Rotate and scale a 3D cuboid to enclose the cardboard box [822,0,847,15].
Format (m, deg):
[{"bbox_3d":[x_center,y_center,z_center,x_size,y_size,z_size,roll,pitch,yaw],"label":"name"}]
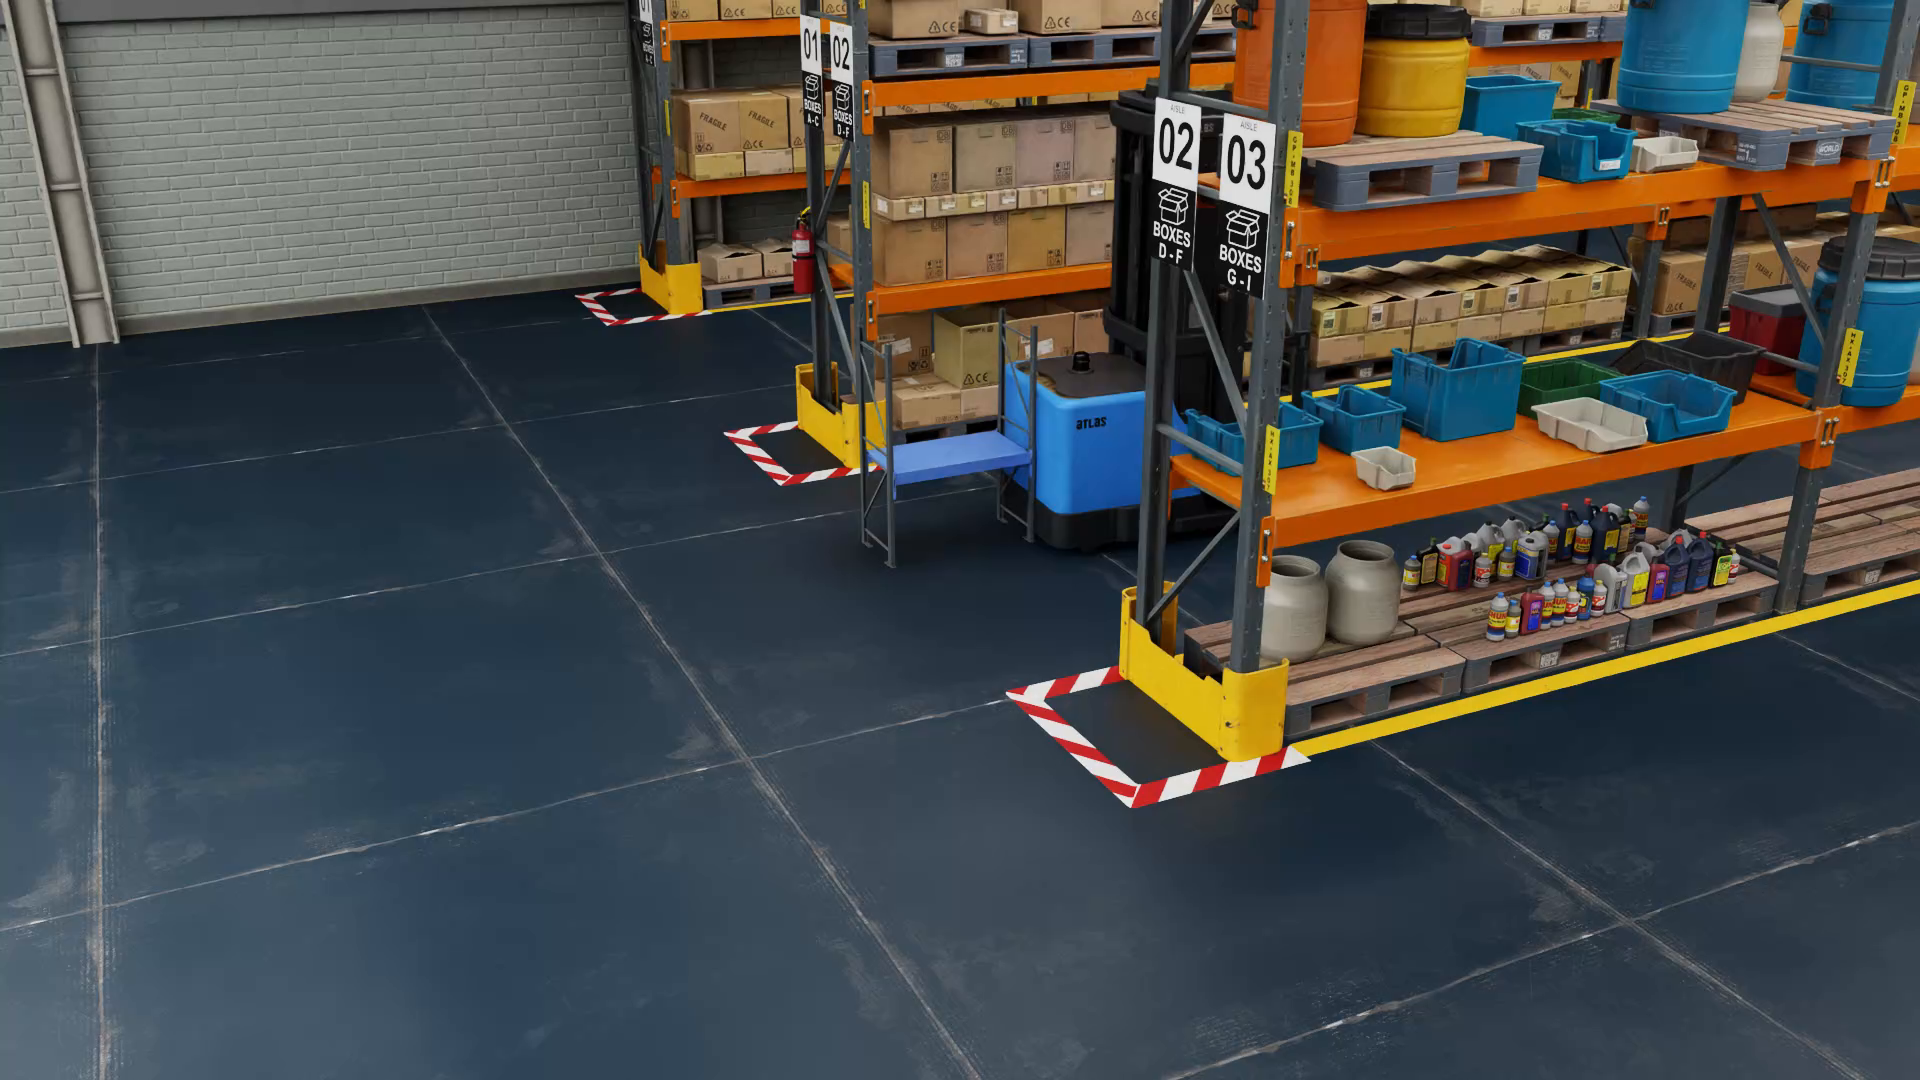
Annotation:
[{"bbox_3d":[-1.208,-5.527,16.602,0.500,0.500,0.500,-9,24,-20],"label":"cardboard box"}]

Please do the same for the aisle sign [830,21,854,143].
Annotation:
[{"bbox_3d":[-0.831,-3.234,11.743,0.004,0.787,0.394,-10,25,-24],"label":"aisle sign"}]

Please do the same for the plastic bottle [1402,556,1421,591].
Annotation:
[{"bbox_3d":[2.705,0.192,9.948,0.097,0.201,0.097,0,22,0],"label":"plastic bottle"}]

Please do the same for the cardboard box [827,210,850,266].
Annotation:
[{"bbox_3d":[-1.198,-3.187,17.721,0.500,0.500,0.700,-12,25,-27],"label":"cardboard box"}]

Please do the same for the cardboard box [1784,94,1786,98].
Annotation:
[{"bbox_3d":[8.792,-4.243,16.898,0.500,0.500,0.700,-6,23,-15],"label":"cardboard box"}]

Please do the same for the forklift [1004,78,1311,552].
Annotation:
[{"bbox_3d":[1.840,-1.618,11.327,3.031,2.935,1.130,-9,24,-20],"label":"forklift"}]

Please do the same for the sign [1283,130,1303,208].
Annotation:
[{"bbox_3d":[1.474,-1.642,7.361,0.005,0.325,0.100,-10,25,-24],"label":"sign"}]

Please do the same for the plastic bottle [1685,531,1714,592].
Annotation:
[{"bbox_3d":[4.389,0.121,9.923,0.185,0.351,0.144,-11,25,-25],"label":"plastic bottle"}]

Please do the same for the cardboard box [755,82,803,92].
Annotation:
[{"bbox_3d":[-1.803,-4.461,17.295,0.500,0.500,0.500,-11,25,-25],"label":"cardboard box"}]

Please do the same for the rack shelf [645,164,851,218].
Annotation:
[{"bbox_3d":[-1.255,-3.856,17.583,4.000,0.370,1.077,-10,25,-24],"label":"rack shelf"}]

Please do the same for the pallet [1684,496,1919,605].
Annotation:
[{"bbox_3d":[5.535,0.039,10.879,1.213,0.211,1.003,-10,25,-24],"label":"pallet"}]

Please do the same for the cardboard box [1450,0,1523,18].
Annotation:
[{"bbox_3d":[4.448,-4.620,14.214,0.500,0.250,0.500,-13,26,-28],"label":"cardboard box"}]

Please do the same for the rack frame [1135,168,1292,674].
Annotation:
[{"bbox_3d":[1.240,-0.442,8.396,0.127,3.000,1.000,-10,25,-24],"label":"rack frame"}]

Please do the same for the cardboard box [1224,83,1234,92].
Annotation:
[{"bbox_3d":[3.241,-5.249,19.303,0.500,0.500,0.700,-13,26,-29],"label":"cardboard box"}]

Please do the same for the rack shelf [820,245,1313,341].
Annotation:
[{"bbox_3d":[0.897,-2.149,13.460,4.000,0.370,1.077,-10,25,-24],"label":"rack shelf"}]

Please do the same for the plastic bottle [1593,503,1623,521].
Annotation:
[{"bbox_3d":[4.087,-0.085,10.520,0.135,0.276,0.152,-9,24,-22],"label":"plastic bottle"}]

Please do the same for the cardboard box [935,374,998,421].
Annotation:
[{"bbox_3d":[0.124,-1.170,13.200,0.500,0.250,0.500,-10,25,-24],"label":"cardboard box"}]

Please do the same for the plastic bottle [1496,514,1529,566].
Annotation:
[{"bbox_3d":[3.384,0.008,10.197,0.185,0.351,0.144,-11,25,-24],"label":"plastic bottle"}]

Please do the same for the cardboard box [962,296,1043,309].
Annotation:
[{"bbox_3d":[0.344,-1.782,13.699,0.500,0.500,0.500,-10,25,-24],"label":"cardboard box"}]

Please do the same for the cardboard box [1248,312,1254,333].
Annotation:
[{"bbox_3d":[2.947,-1.905,14.977,0.500,0.250,0.500,-11,25,-24],"label":"cardboard box"}]

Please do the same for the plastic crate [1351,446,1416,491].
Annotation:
[{"bbox_3d":[2.186,-0.358,8.537,0.250,0.136,0.298,-10,25,-24],"label":"plastic crate"}]

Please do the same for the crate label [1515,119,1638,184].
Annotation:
[{"bbox_3d":[3.070,-1.956,8.326,0.408,0.251,0.502,-10,25,-24],"label":"crate label"}]

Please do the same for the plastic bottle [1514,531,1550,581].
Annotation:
[{"bbox_3d":[3.471,0.089,10.098,0.135,0.276,0.152,-10,25,-24],"label":"plastic bottle"}]

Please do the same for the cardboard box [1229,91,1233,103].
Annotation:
[{"bbox_3d":[2.302,-3.383,13.674,0.500,0.500,0.700,-10,25,-23],"label":"cardboard box"}]

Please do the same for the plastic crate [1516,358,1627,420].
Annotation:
[{"bbox_3d":[3.498,-0.880,9.730,0.662,0.188,0.450,-10,25,-24],"label":"plastic crate"}]

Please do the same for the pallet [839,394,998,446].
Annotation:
[{"bbox_3d":[-0.234,-1.003,13.396,1.213,0.211,1.003,-10,25,-24],"label":"pallet"}]

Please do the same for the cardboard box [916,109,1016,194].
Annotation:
[{"bbox_3d":[0.040,-2.966,12.667,0.500,0.500,0.700,-11,25,-25],"label":"cardboard box"}]

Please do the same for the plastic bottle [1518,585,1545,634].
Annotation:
[{"bbox_3d":[3.221,0.385,9.374,0.133,0.283,0.061,-10,25,-23],"label":"plastic bottle"}]

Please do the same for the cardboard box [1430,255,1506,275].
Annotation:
[{"bbox_3d":[4.774,-2.500,15.680,0.500,0.311,0.500,-11,25,-25],"label":"cardboard box"}]

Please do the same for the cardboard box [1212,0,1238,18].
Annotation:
[{"bbox_3d":[2.131,-4.511,13.442,0.500,0.500,0.500,-8,24,-19],"label":"cardboard box"}]

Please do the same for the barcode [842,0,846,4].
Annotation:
[{"bbox_3d":[-0.842,-4.020,12.359,0.075,0.075,0.001,-10,25,-24],"label":"barcode"}]

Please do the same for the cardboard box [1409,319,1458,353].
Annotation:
[{"bbox_3d":[4.097,-1.889,14.939,0.500,0.250,0.500,-11,25,-25],"label":"cardboard box"}]

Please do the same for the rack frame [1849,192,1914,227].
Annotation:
[{"bbox_3d":[9.908,-4.140,17.330,0.127,3.000,1.000,-10,25,-24],"label":"rack frame"}]

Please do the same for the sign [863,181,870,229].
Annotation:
[{"bbox_3d":[-0.670,-2.394,11.876,0.005,0.325,0.100,-10,25,-24],"label":"sign"}]

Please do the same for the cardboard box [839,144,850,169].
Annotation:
[{"bbox_3d":[-1.100,-4.024,17.220,0.500,0.250,0.500,-10,25,-23],"label":"cardboard box"}]

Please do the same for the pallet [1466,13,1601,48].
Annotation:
[{"bbox_3d":[4.724,-4.445,14.392,1.213,0.211,1.003,-9,24,-21],"label":"pallet"}]

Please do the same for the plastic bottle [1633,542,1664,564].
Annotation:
[{"bbox_3d":[4.129,0.141,9.974,0.135,0.276,0.152,-10,25,-24],"label":"plastic bottle"}]

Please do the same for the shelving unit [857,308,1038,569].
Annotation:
[{"bbox_3d":[-0.081,-0.678,10.927,1.048,1.500,0.538,-10,25,-23],"label":"shelving unit"}]

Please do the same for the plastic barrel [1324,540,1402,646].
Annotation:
[{"bbox_3d":[2.251,0.295,9.319,0.421,0.512,0.421,0,22,0],"label":"plastic barrel"}]

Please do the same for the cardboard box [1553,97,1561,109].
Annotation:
[{"bbox_3d":[7.357,-5.536,21.005,0.250,0.149,0.380,-10,24,-23],"label":"cardboard box"}]

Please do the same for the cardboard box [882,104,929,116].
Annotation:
[{"bbox_3d":[-0.650,-4.457,17.284,0.500,0.500,0.500,-11,25,-25],"label":"cardboard box"}]

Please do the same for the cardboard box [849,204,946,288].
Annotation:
[{"bbox_3d":[-0.479,-2.269,12.678,0.500,0.500,0.700,-10,25,-24],"label":"cardboard box"}]

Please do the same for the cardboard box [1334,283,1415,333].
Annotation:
[{"bbox_3d":[3.633,-2.060,14.617,0.500,0.311,0.500,-11,25,-24],"label":"cardboard box"}]

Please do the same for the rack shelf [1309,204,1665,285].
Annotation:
[{"bbox_3d":[4.501,-2.812,15.063,4.000,0.370,1.077,-10,25,-24],"label":"rack shelf"}]

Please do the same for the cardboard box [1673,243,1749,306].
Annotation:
[{"bbox_3d":[7.307,-2.591,16.280,0.500,0.500,0.500,-11,25,-26],"label":"cardboard box"}]

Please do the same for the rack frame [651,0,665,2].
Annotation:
[{"bbox_3d":[-3.057,-6.628,15.496,0.127,3.000,1.000,-10,25,-24],"label":"rack frame"}]

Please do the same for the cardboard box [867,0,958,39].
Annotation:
[{"bbox_3d":[-0.385,-3.936,12.047,0.637,0.503,0.797,-9,24,-20],"label":"cardboard box"}]

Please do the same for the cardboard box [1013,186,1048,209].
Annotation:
[{"bbox_3d":[0.471,-2.658,12.771,0.250,0.149,0.380,-11,25,-25],"label":"cardboard box"}]

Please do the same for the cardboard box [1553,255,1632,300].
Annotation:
[{"bbox_3d":[5.938,-2.488,15.650,0.500,0.311,0.500,-10,24,-22],"label":"cardboard box"}]

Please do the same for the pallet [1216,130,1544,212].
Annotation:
[{"bbox_3d":[2.028,-1.844,8.108,1.213,0.211,1.003,-10,25,-24],"label":"pallet"}]

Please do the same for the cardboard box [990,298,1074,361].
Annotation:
[{"bbox_3d":[0.569,-1.603,13.266,0.500,0.500,0.500,-10,25,-24],"label":"cardboard box"}]

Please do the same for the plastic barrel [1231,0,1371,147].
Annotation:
[{"bbox_3d":[1.623,-2.345,7.960,0.708,0.830,0.600,-10,25,-24],"label":"plastic barrel"}]

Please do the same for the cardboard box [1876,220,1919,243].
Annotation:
[{"bbox_3d":[9.587,-3.008,17.287,0.500,0.500,0.500,-11,25,-24],"label":"cardboard box"}]

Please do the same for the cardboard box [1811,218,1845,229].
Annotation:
[{"bbox_3d":[8.890,-3.100,17.510,0.500,0.500,0.500,-10,25,-23],"label":"cardboard box"}]

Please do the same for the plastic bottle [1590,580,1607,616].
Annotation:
[{"bbox_3d":[3.682,0.330,9.613,0.097,0.201,0.097,0,22,0],"label":"plastic bottle"}]
